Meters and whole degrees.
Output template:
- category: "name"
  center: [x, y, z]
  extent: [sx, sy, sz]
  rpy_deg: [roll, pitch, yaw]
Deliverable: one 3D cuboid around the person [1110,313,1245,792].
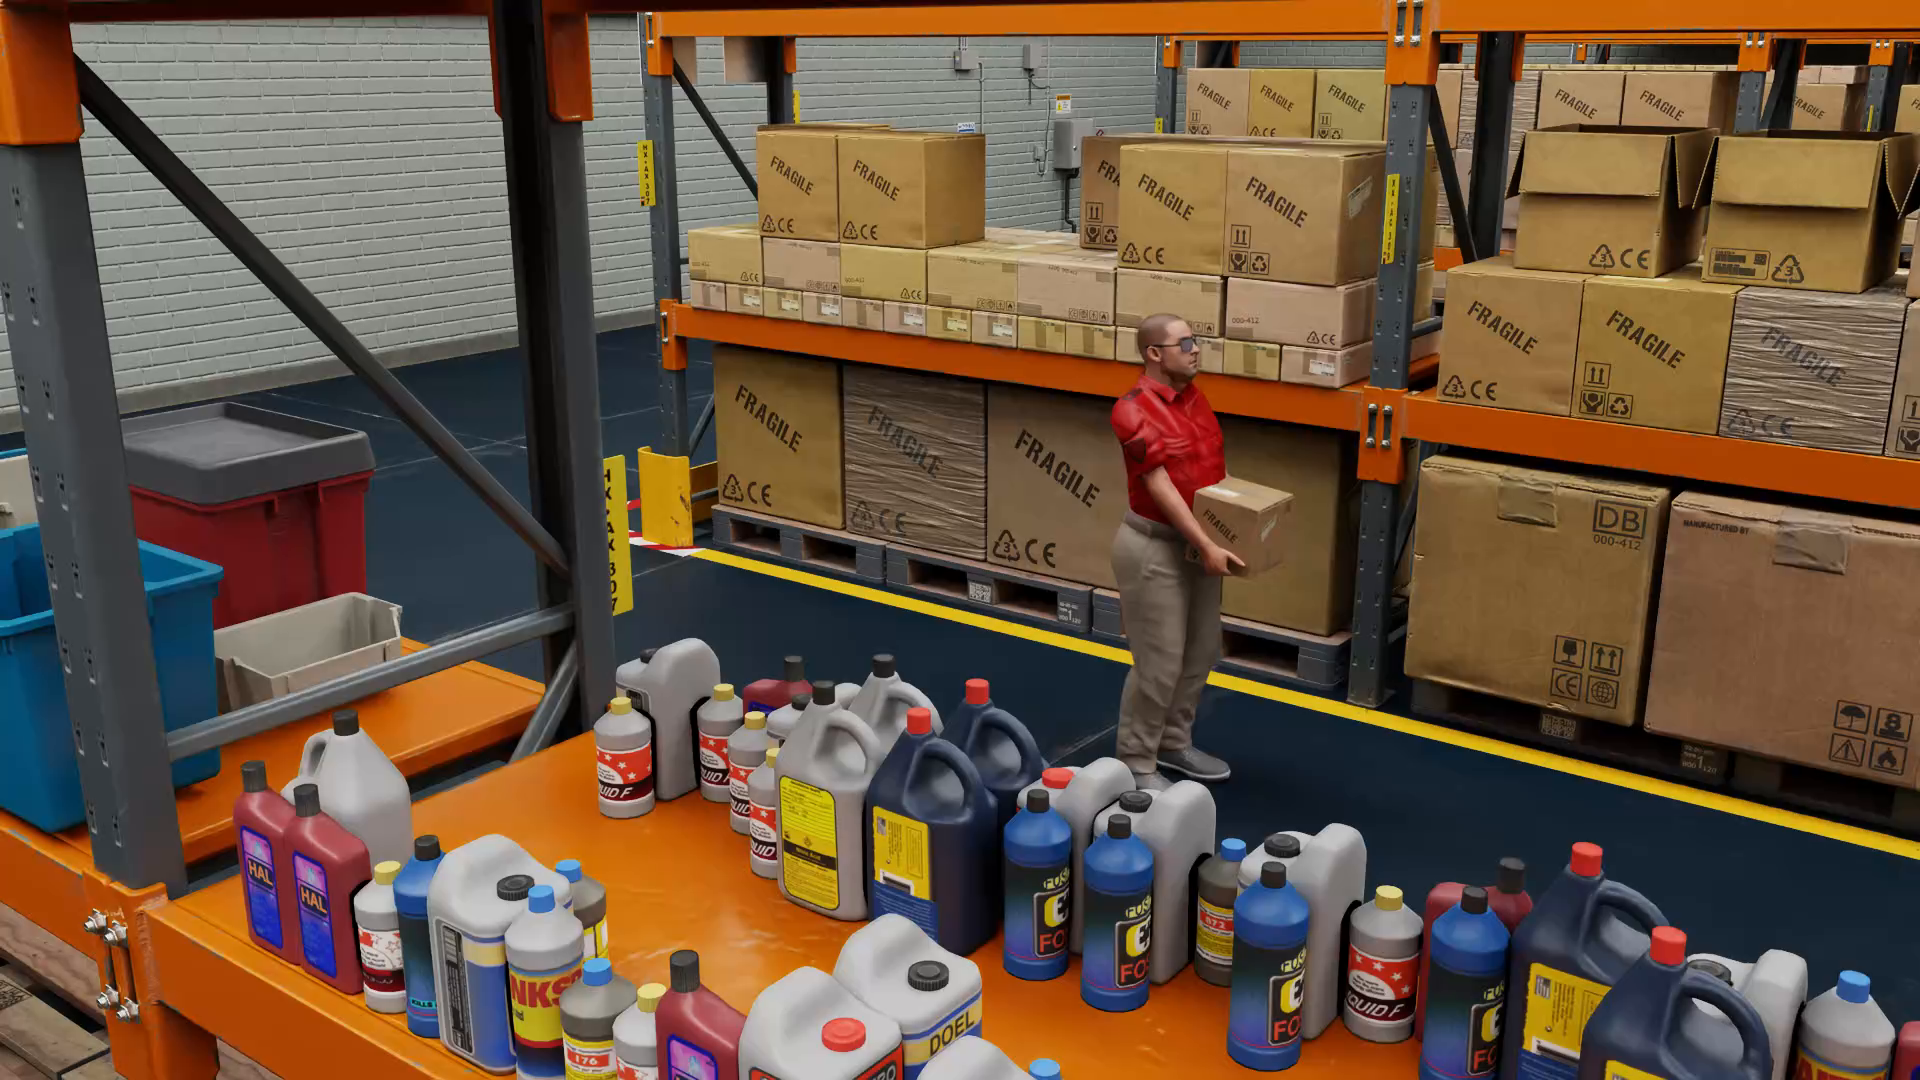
- category: "person"
  center: [0.826, 0.074, 5.836]
  extent: [0.537, 1.712, 0.493]
  rpy_deg: [12, 20, 35]
